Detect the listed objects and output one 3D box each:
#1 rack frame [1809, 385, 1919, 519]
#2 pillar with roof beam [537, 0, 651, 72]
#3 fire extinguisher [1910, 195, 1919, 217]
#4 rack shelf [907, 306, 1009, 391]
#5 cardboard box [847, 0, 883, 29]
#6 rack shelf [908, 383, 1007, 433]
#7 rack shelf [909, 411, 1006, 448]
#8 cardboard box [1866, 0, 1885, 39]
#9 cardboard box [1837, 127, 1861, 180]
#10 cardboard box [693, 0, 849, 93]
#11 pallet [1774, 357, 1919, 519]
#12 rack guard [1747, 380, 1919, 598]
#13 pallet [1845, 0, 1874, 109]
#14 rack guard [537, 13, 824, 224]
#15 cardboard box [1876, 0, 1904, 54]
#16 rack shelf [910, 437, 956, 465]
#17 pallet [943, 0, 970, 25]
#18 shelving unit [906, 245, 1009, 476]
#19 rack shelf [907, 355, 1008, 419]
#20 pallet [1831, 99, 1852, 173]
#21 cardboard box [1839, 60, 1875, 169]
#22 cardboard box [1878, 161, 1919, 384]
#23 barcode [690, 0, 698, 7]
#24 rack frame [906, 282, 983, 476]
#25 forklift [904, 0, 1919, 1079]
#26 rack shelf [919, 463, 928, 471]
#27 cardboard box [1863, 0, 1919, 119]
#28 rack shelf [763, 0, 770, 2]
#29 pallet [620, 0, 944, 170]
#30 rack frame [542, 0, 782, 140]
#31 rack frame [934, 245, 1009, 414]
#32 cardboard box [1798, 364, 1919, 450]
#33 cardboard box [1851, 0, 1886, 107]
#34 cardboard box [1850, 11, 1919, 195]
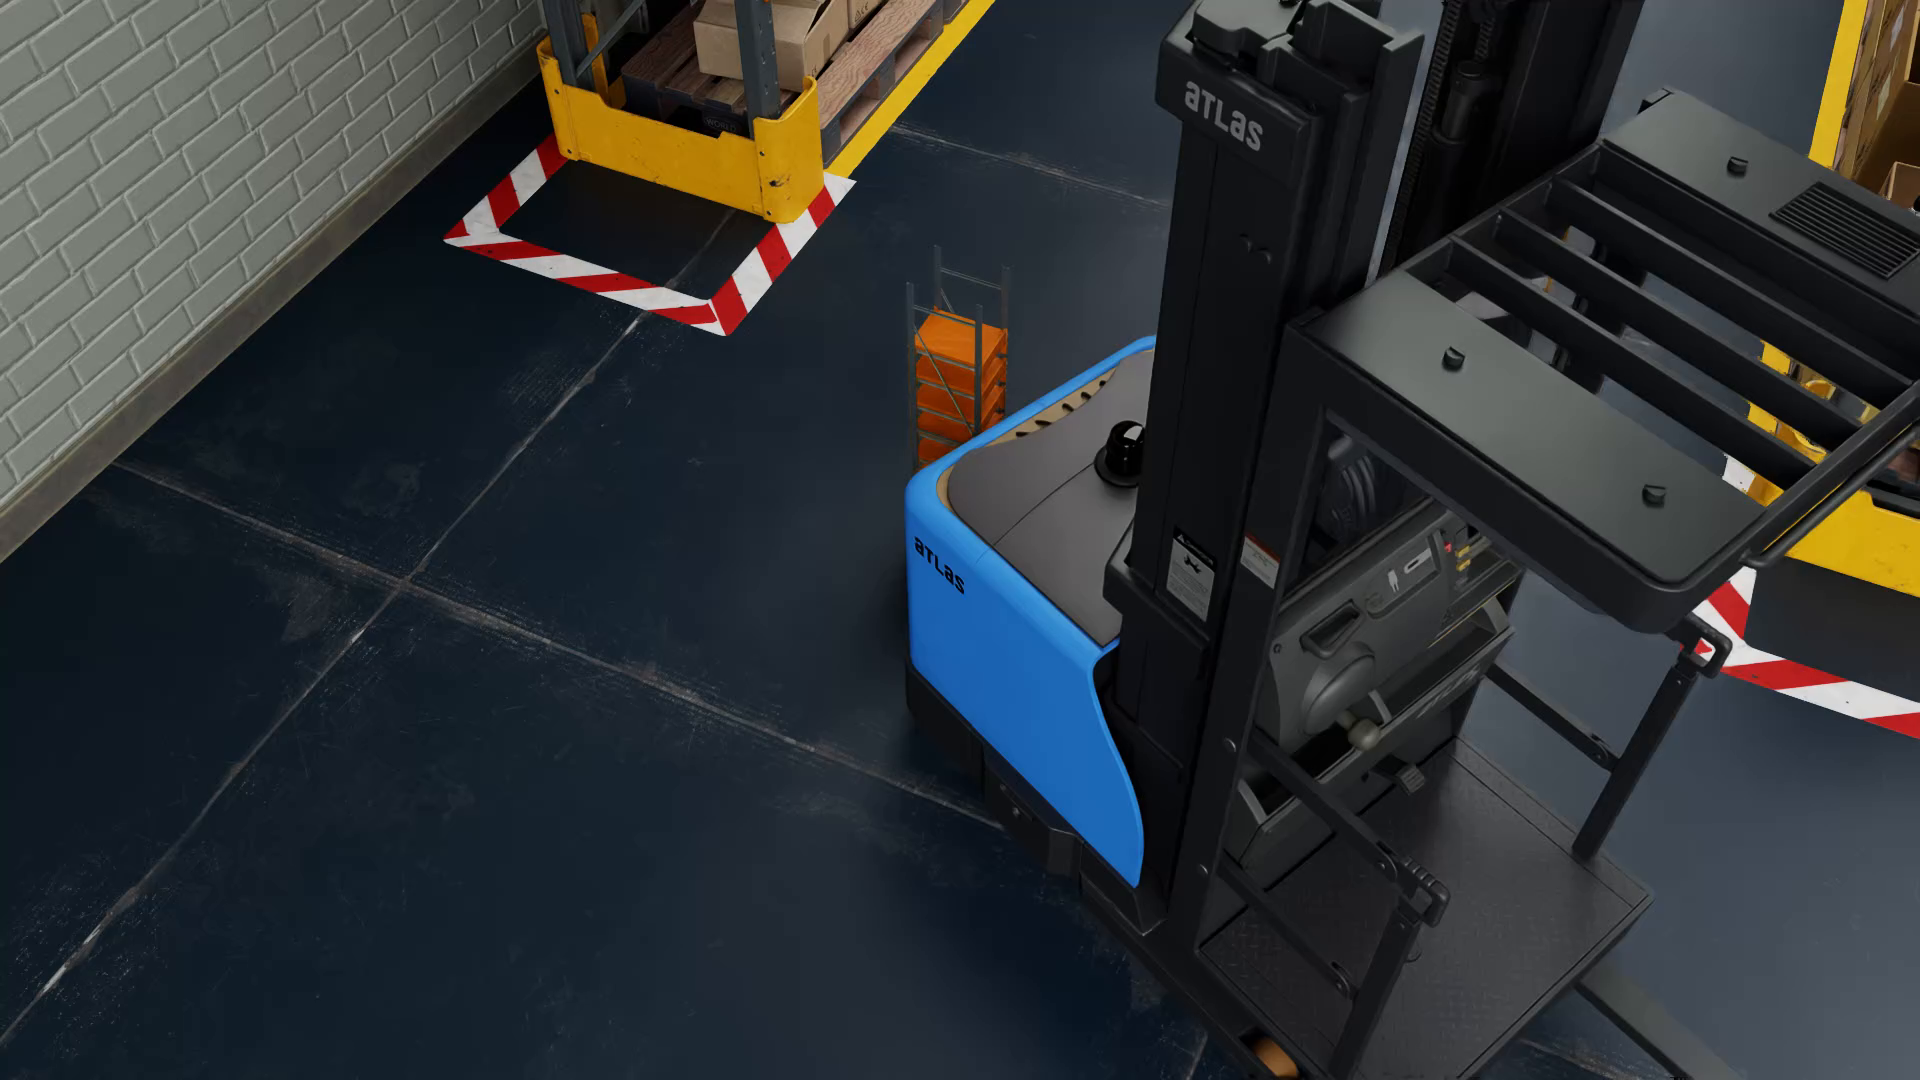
[{"bbox_3d":[3.295,-0.906,4.552,1.000,3.000,0.127,20,52,16],"label":"rack frame"},{"bbox_3d":[2.223,-3.823,3.094,9.100,9.000,0.400,20,52,16],"label":"pillar with roof beam"},{"bbox_3d":[2.824,-0.951,4.641,0.296,0.674,0.183,20,52,16],"label":"fire extinguisher"},{"bbox_3d":[-0.006,-0.583,5.044,0.258,0.103,0.180,20,52,16],"label":"rack shelf"},{"bbox_3d":[-0.565,-2.627,7.492,0.500,0.311,0.500,24,54,19],"label":"cardboard box"},{"bbox_3d":[-0.006,-0.428,5.227,0.258,0.103,0.180,20,52,16],"label":"rack shelf"},{"bbox_3d":[-0.006,-0.350,5.318,0.258,0.103,0.180,20,52,16],"label":"rack shelf"},{"bbox_3d":[4.313,-2.343,7.303,0.500,0.250,0.500,20,52,16],"label":"cardboard box"},{"bbox_3d":[3.671,-1.310,6.425,0.500,0.250,0.500,20,52,16],"label":"cardboard box"},{"bbox_3d":[-0.809,-2.234,7.158,0.500,0.311,0.500,14,51,12],"label":"cardboard box"},{"bbox_3d":[3.583,-0.543,6.073,1.003,0.211,1.213,20,52,16],"label":"pallet"},{"bbox_3d":[3.284,-0.080,5.490,1.175,0.500,0.348,20,52,16],"label":"rack guard"},{"bbox_3d":[4.626,-2.223,7.503,1.003,0.211,1.213,20,52,16],"label":"pallet"},{"bbox_3d":[-1.153,-1.758,6.918,1.175,0.500,0.348,20,52,16],"label":"rack guard"},{"bbox_3d":[4.095,-2.243,6.726,0.500,0.500,0.500,20,52,16],"label":"cardboard box"},{"bbox_3d":[-0.006,-0.272,5.410,0.258,0.103,0.180,20,52,16],"label":"rack shelf"},{"bbox_3d":[-0.252,-3.049,8.206,1.003,0.211,1.213,20,52,16],"label":"pallet"},{"bbox_3d":[-0.006,-0.379,5.285,0.258,1.200,0.189,20,52,16],"label":"shelving unit"},{"bbox_3d":[-0.006,-0.506,5.136,0.258,0.103,0.180,20,52,16],"label":"rack shelf"},{"bbox_3d":[4.106,-1.380,6.786,1.003,0.211,1.213,20,52,16],"label":"pallet"},{"bbox_3d":[3.887,-1.654,6.717,0.500,0.250,0.500,20,52,16],"label":"cardboard box"},{"bbox_3d":[3.255,-0.861,5.550,0.500,0.500,0.500,20,52,16],"label":"cardboard box"},{"bbox_3d":[-1.163,-2.380,7.276,0.001,0.075,0.075,20,52,16],"label":"barcode"},{"bbox_3d":[-0.045,-0.316,5.231,0.240,1.200,0.006,20,52,16],"label":"rack frame"},{"bbox_3d":[1.158,0.219,3.639,1.130,2.935,3.031,-32,57,-24],"label":"forklift"},{"bbox_3d":[-0.006,-0.195,5.501,0.258,0.103,0.180,20,52,16],"label":"rack shelf"},{"bbox_3d":[3.883,-1.898,6.433,0.500,0.500,0.500,20,52,16],"label":"cardboard box"},{"bbox_3d":[-0.331,-3.660,7.367,1.077,0.370,4.000,20,52,16],"label":"rack shelf"},{"bbox_3d":[-0.774,-2.212,7.494,1.003,0.211,1.213,20,52,16],"label":"pallet"},{"bbox_3d":[-1.186,-2.516,5.921,1.000,3.000,0.127,20,52,16],"label":"rack frame"},{"bbox_3d":[0.033,-0.442,5.338,0.240,1.200,0.006,20,52,16],"label":"rack frame"},{"bbox_3d":[3.257,-0.617,5.835,0.500,0.250,0.500,20,52,16],"label":"cardboard box"},{"bbox_3d":[4.095,-2.000,7.012,0.500,0.250,0.500,20,52,16],"label":"cardboard box"},{"bbox_3d":[3.669,-1.554,6.140,0.500,0.500,0.500,20,52,16],"label":"cardboard box"}]
